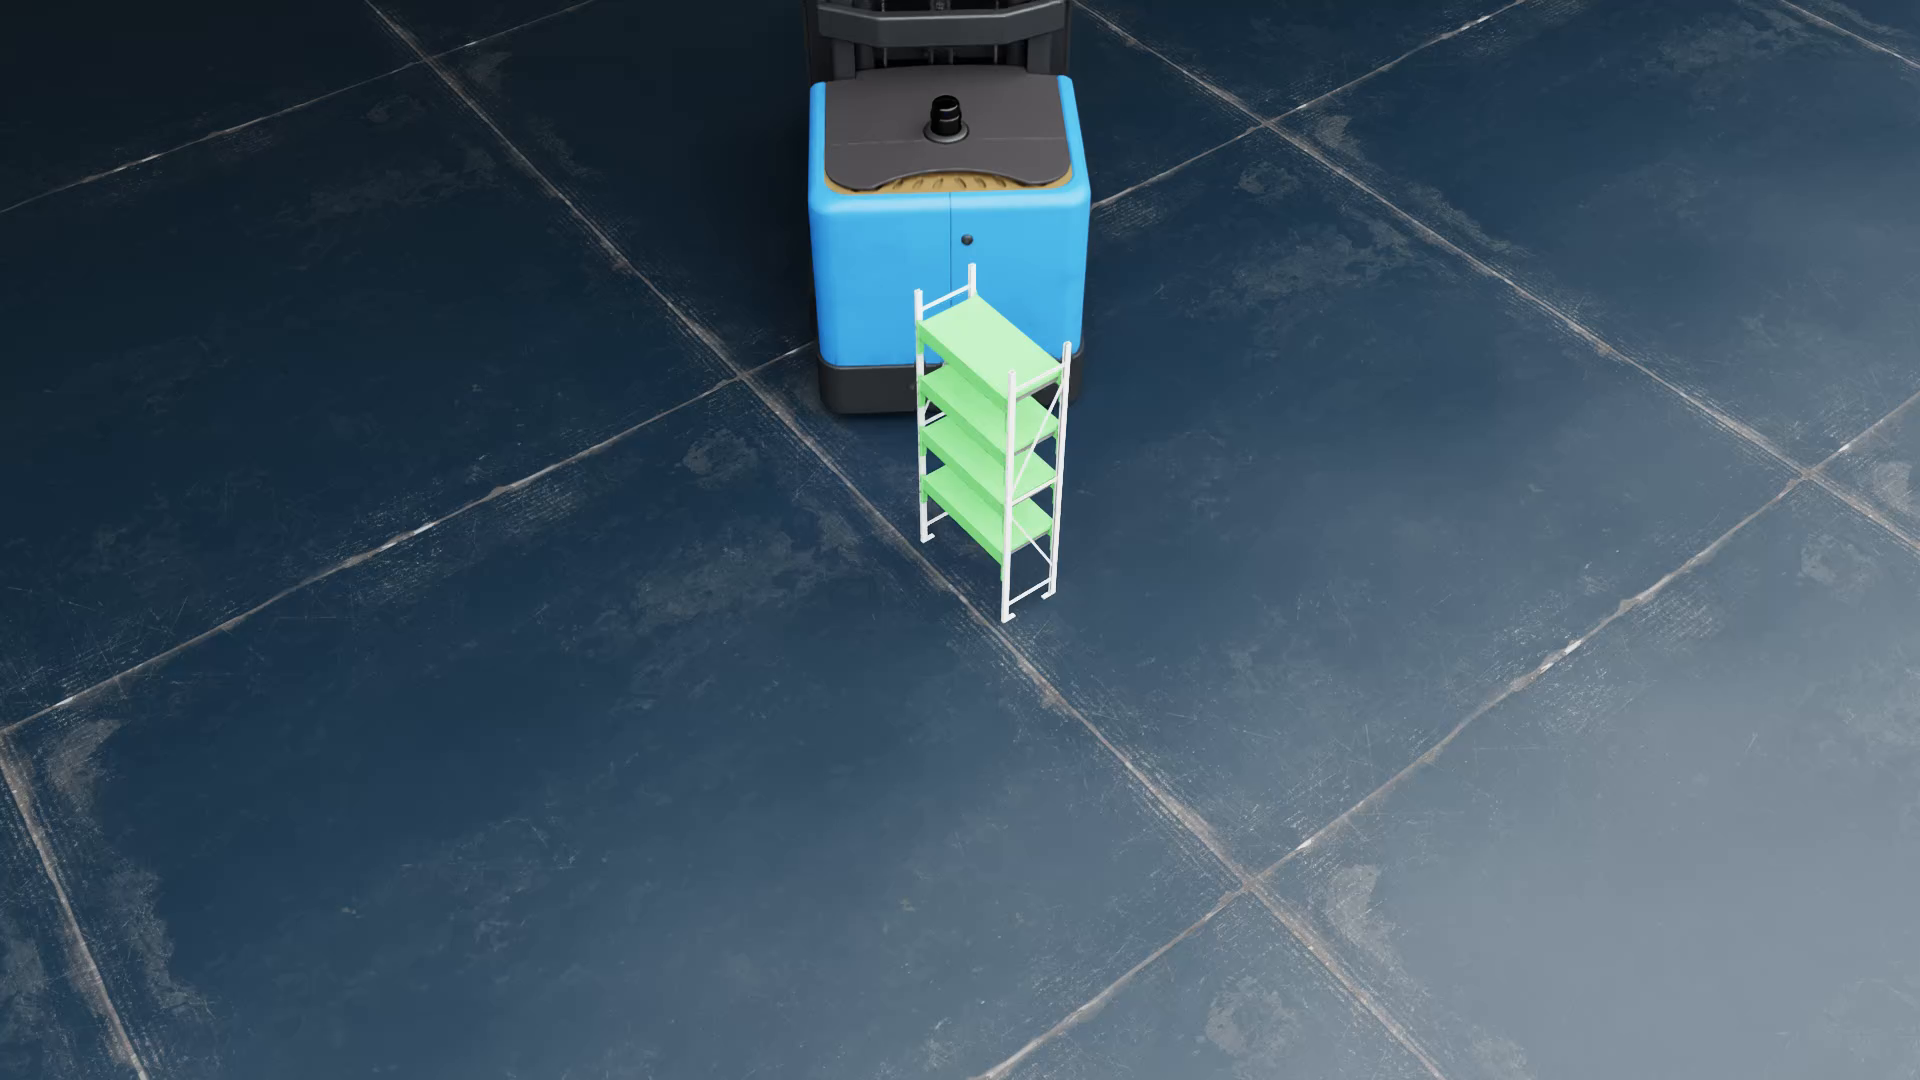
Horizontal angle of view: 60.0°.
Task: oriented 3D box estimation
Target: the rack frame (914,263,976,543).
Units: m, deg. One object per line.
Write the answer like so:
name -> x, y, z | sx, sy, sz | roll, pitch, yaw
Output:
rack frame -> -0.048, -0.449, 5.847 | 0.240, 1.200, 0.015 | -29, 54, -24

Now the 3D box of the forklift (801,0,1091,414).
forklift -> -0.106, -2.573, 6.605 | 1.130, 2.935, 3.031 | -2, 48, -2

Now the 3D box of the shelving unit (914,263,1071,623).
shelving unit -> 0.100, -0.305, 5.717 | 0.258, 1.200, 0.503 | -29, 54, -24

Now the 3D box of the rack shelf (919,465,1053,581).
rack shelf -> 0.100, -0.101, 5.942 | 0.258, 0.148, 0.480 | -29, 54, -24

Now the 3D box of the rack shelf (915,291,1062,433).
rack shelf -> 0.100, -0.585, 5.409 | 0.258, 0.148, 0.480 | -29, 54, -24

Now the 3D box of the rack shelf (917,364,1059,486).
rack shelf -> 0.100, -0.424, 5.587 | 0.258, 0.148, 0.480 | -29, 54, -24

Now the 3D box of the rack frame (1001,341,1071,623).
rack frame -> 0.248, -0.162, 5.587 | 0.240, 1.200, 0.015 | -29, 54, -24

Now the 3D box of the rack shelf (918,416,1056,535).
rack shelf -> 0.100, -0.262, 5.764 | 0.258, 0.148, 0.480 | -29, 54, -24
